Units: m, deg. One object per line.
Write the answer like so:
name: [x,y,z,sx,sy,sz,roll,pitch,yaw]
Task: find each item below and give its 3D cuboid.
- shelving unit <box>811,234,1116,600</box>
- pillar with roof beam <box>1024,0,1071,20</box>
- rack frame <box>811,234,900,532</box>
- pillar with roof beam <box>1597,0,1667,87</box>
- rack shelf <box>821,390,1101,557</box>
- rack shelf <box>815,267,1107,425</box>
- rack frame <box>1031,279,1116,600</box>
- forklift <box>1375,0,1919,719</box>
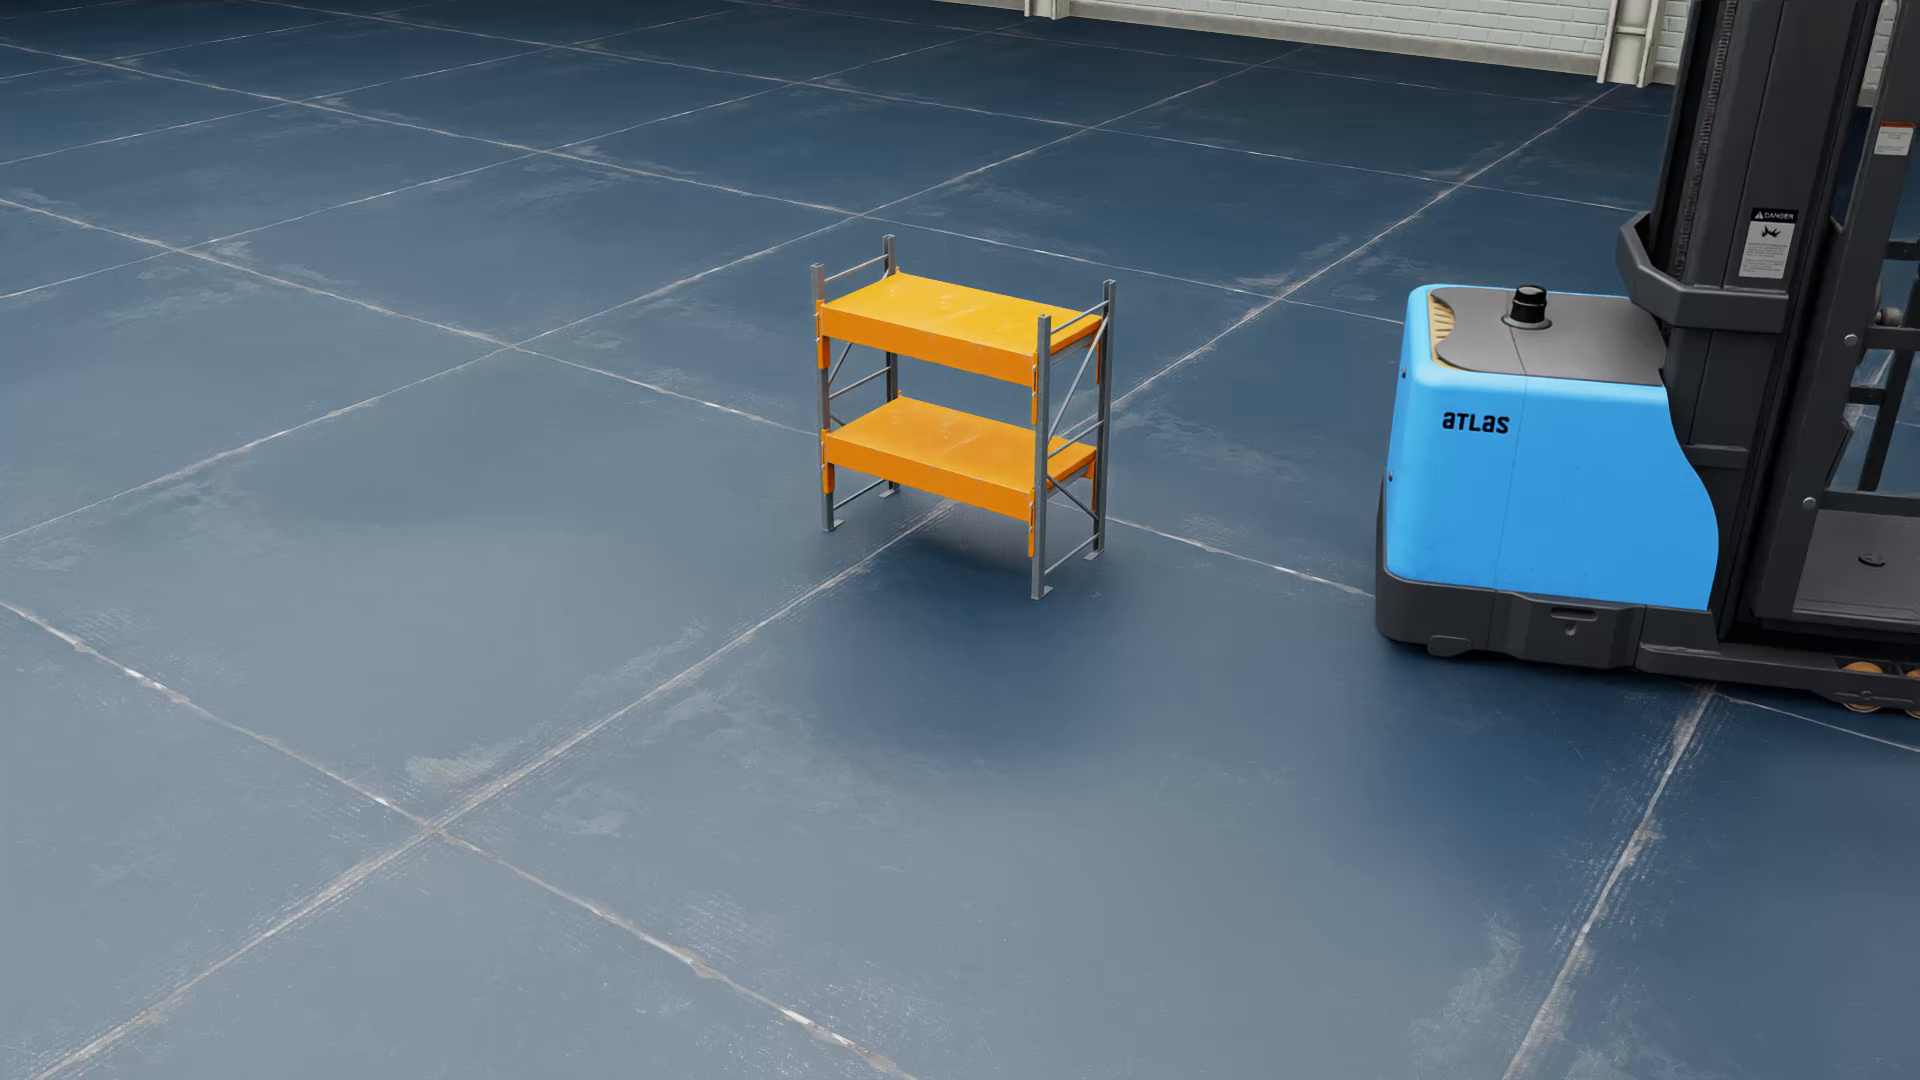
shelving unit: [0.006,-0.500,6.491,1.048,1.125,0.538,17,32,30]
pillar with roof beam: [-1.504,-7.996,12.541,0.400,9.000,9.100,17,32,30]
rack frame: [-0.413,-0.630,6.748,0.032,1.125,0.500,17,32,30]
pillar with roof beam: [3.442,-6.456,9.513,0.400,9.000,9.100,17,32,30]
rack shelf: [0.006,-0.282,6.602,1.000,0.278,0.538,17,32,30]
rack shelf: [0.006,-0.760,6.359,1.000,0.278,0.538,17,32,30]
rack frame: [0.425,-0.369,6.235,0.032,1.125,0.500,17,32,30]
forklift: [3.068,-0.971,5.426,3.031,2.935,1.130,6,28,11]
